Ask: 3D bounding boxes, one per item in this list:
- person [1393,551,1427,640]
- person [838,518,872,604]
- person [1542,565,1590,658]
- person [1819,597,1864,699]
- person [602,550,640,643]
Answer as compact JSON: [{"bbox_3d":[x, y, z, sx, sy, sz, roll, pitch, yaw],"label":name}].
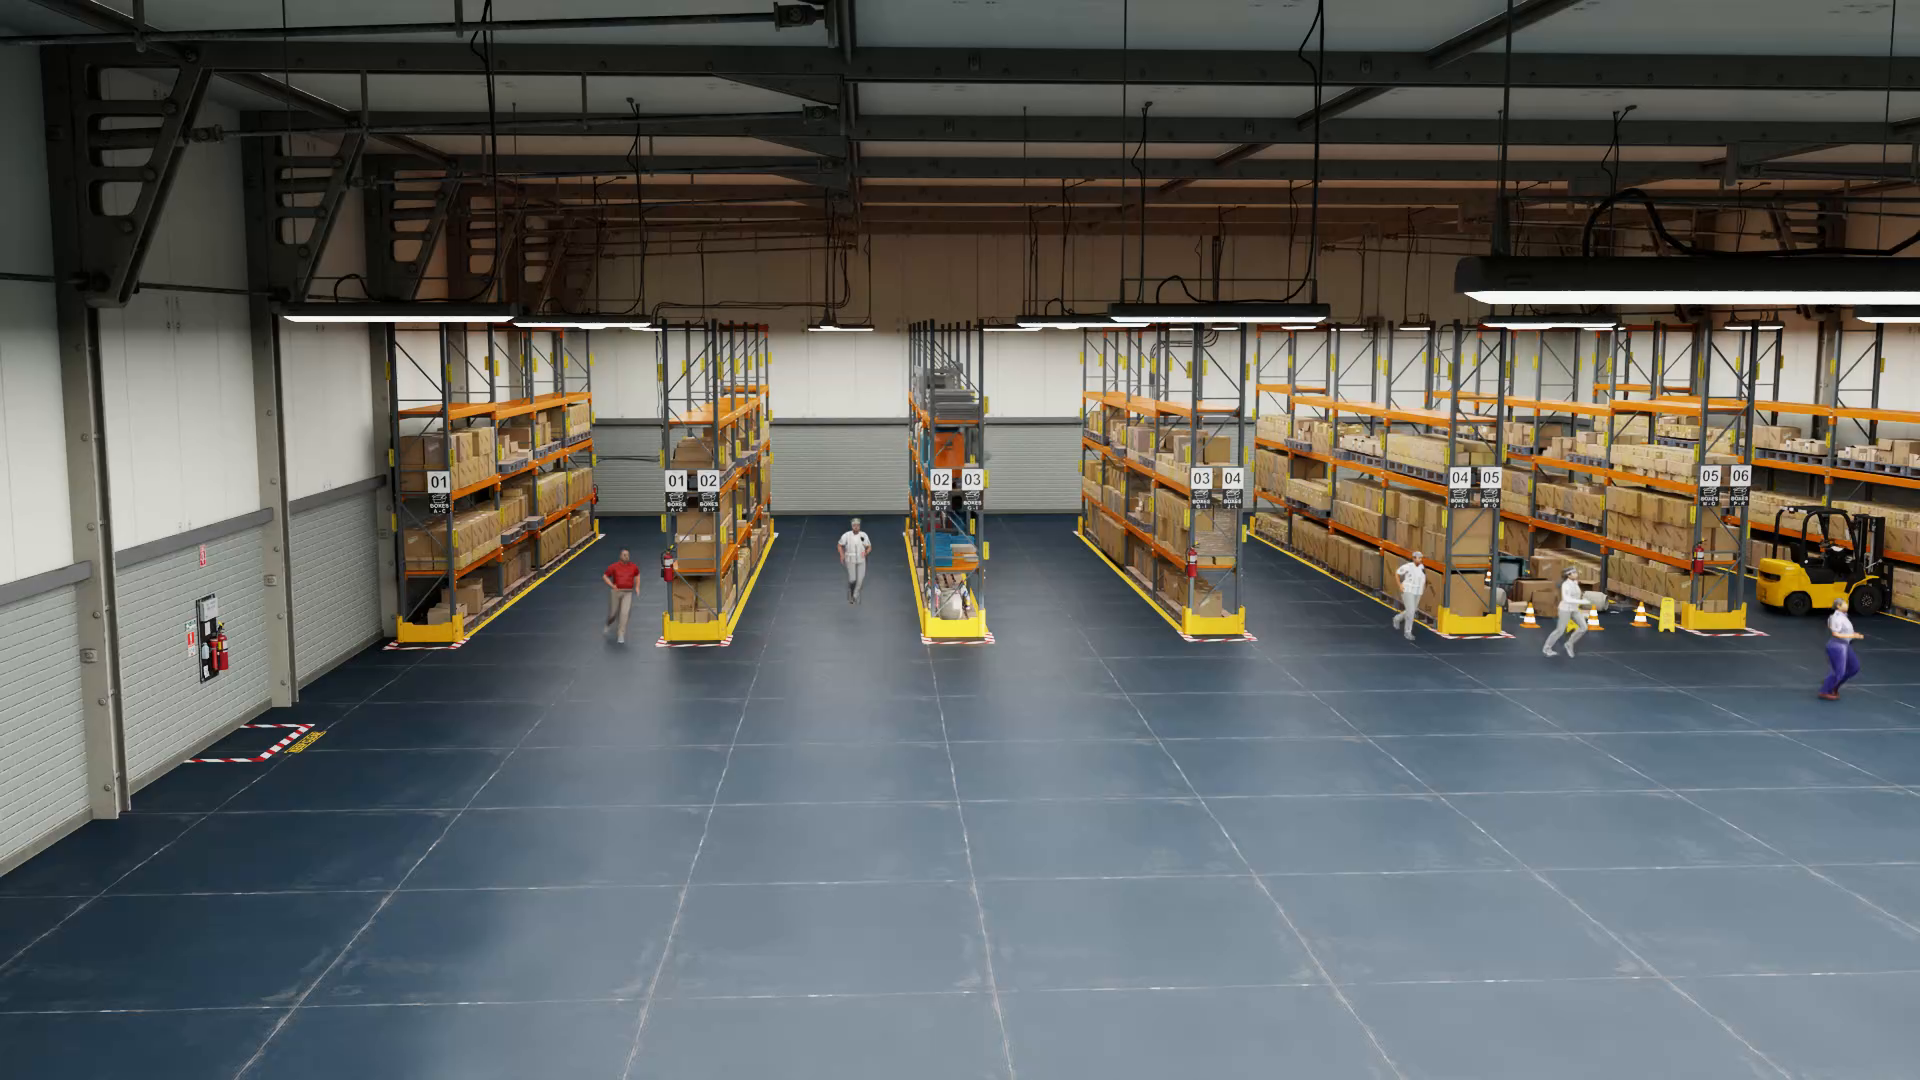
[{"bbox_3d":[8.586,1.025,31.671,0.651,1.647,0.820,-3,8,-23],"label":"person"},{"bbox_3d":[-2.096,0.437,33.494,0.664,1.761,0.589,-2,7,-12],"label":"person"},{"bbox_3d":[10.778,1.253,29.413,0.623,1.662,0.822,-6,9,-41],"label":"person"},{"bbox_3d":[13.837,1.710,26.053,0.590,1.627,0.589,6,9,38],"label":"person"},{"bbox_3d":[-6.318,1.024,31.190,0.719,1.679,0.978,-3,8,-20],"label":"person"}]
